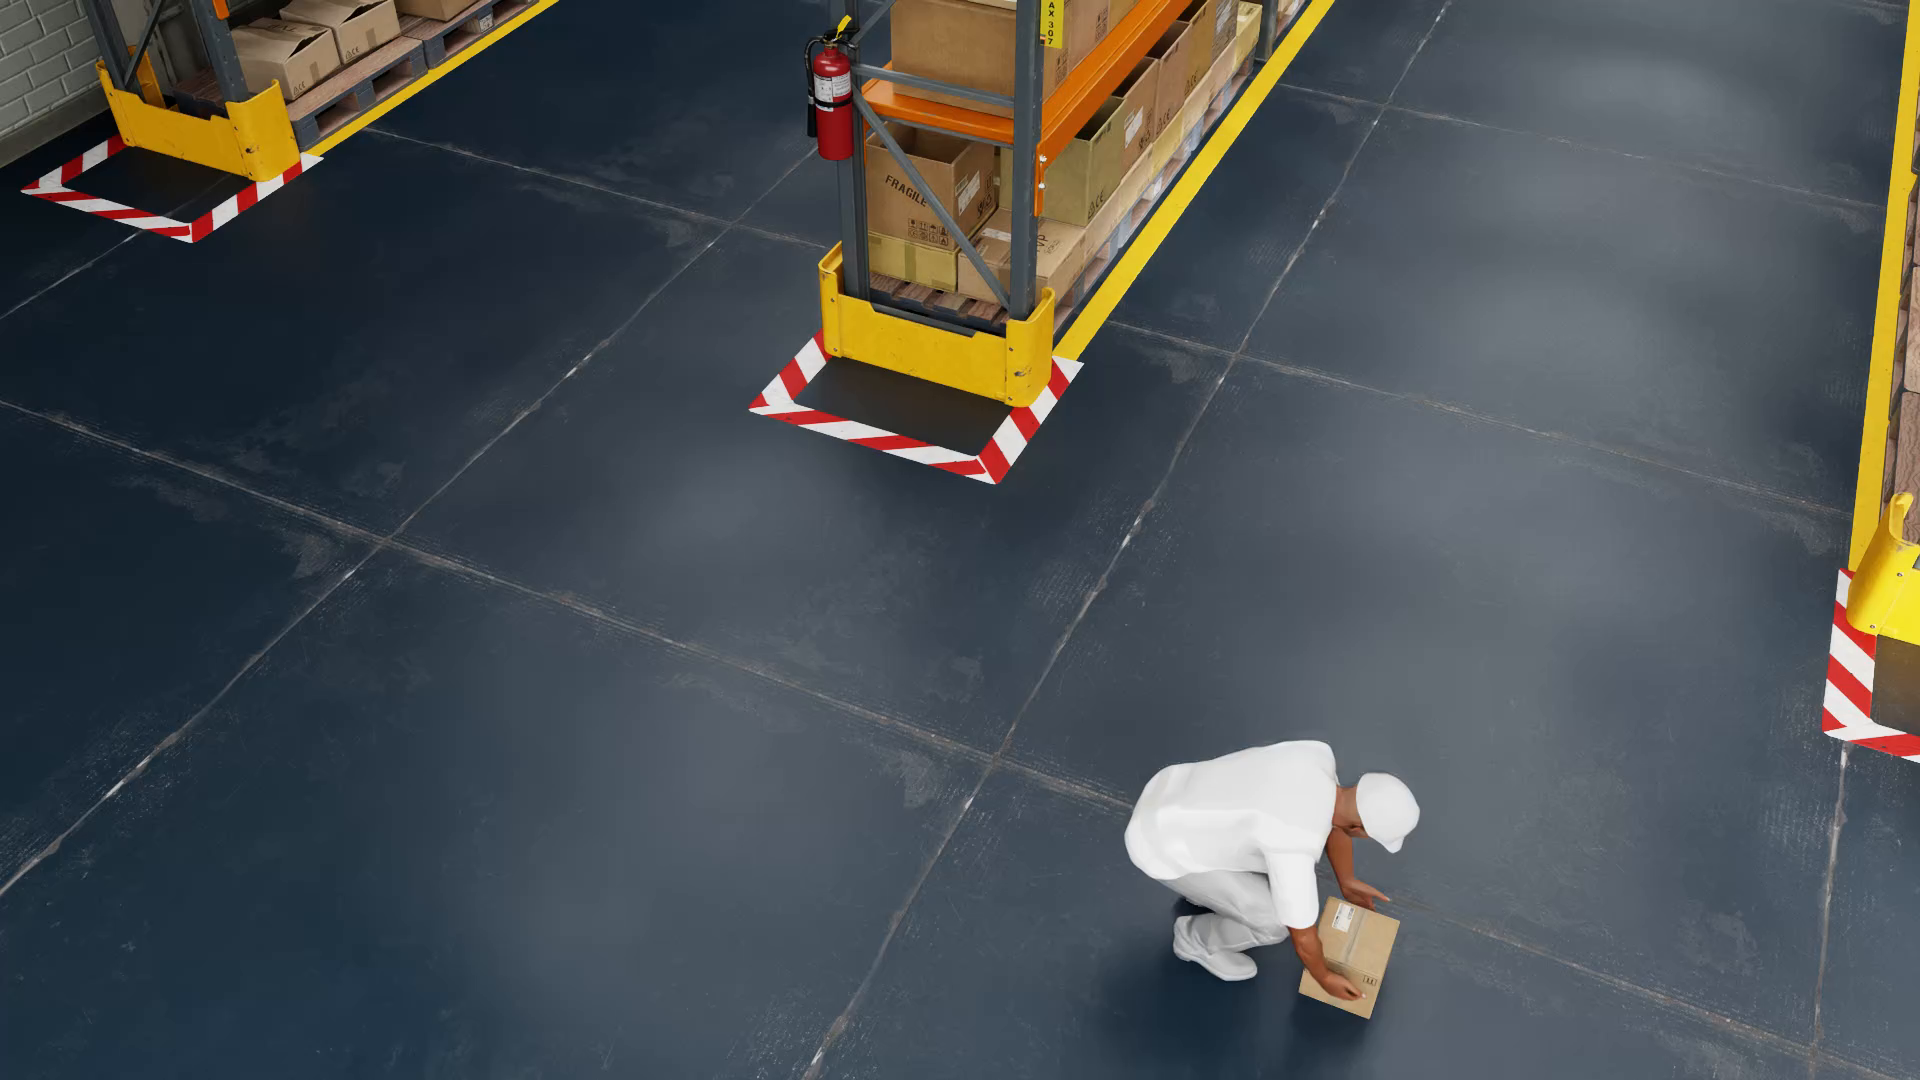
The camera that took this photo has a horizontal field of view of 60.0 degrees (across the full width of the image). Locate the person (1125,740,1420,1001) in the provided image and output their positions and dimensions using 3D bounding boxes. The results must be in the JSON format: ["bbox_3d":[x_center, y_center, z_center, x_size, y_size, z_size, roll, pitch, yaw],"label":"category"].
[{"bbox_3d":[1.025,1.039,5.589,0.898,0.957,0.576,17,45,18],"label":"person"}]
